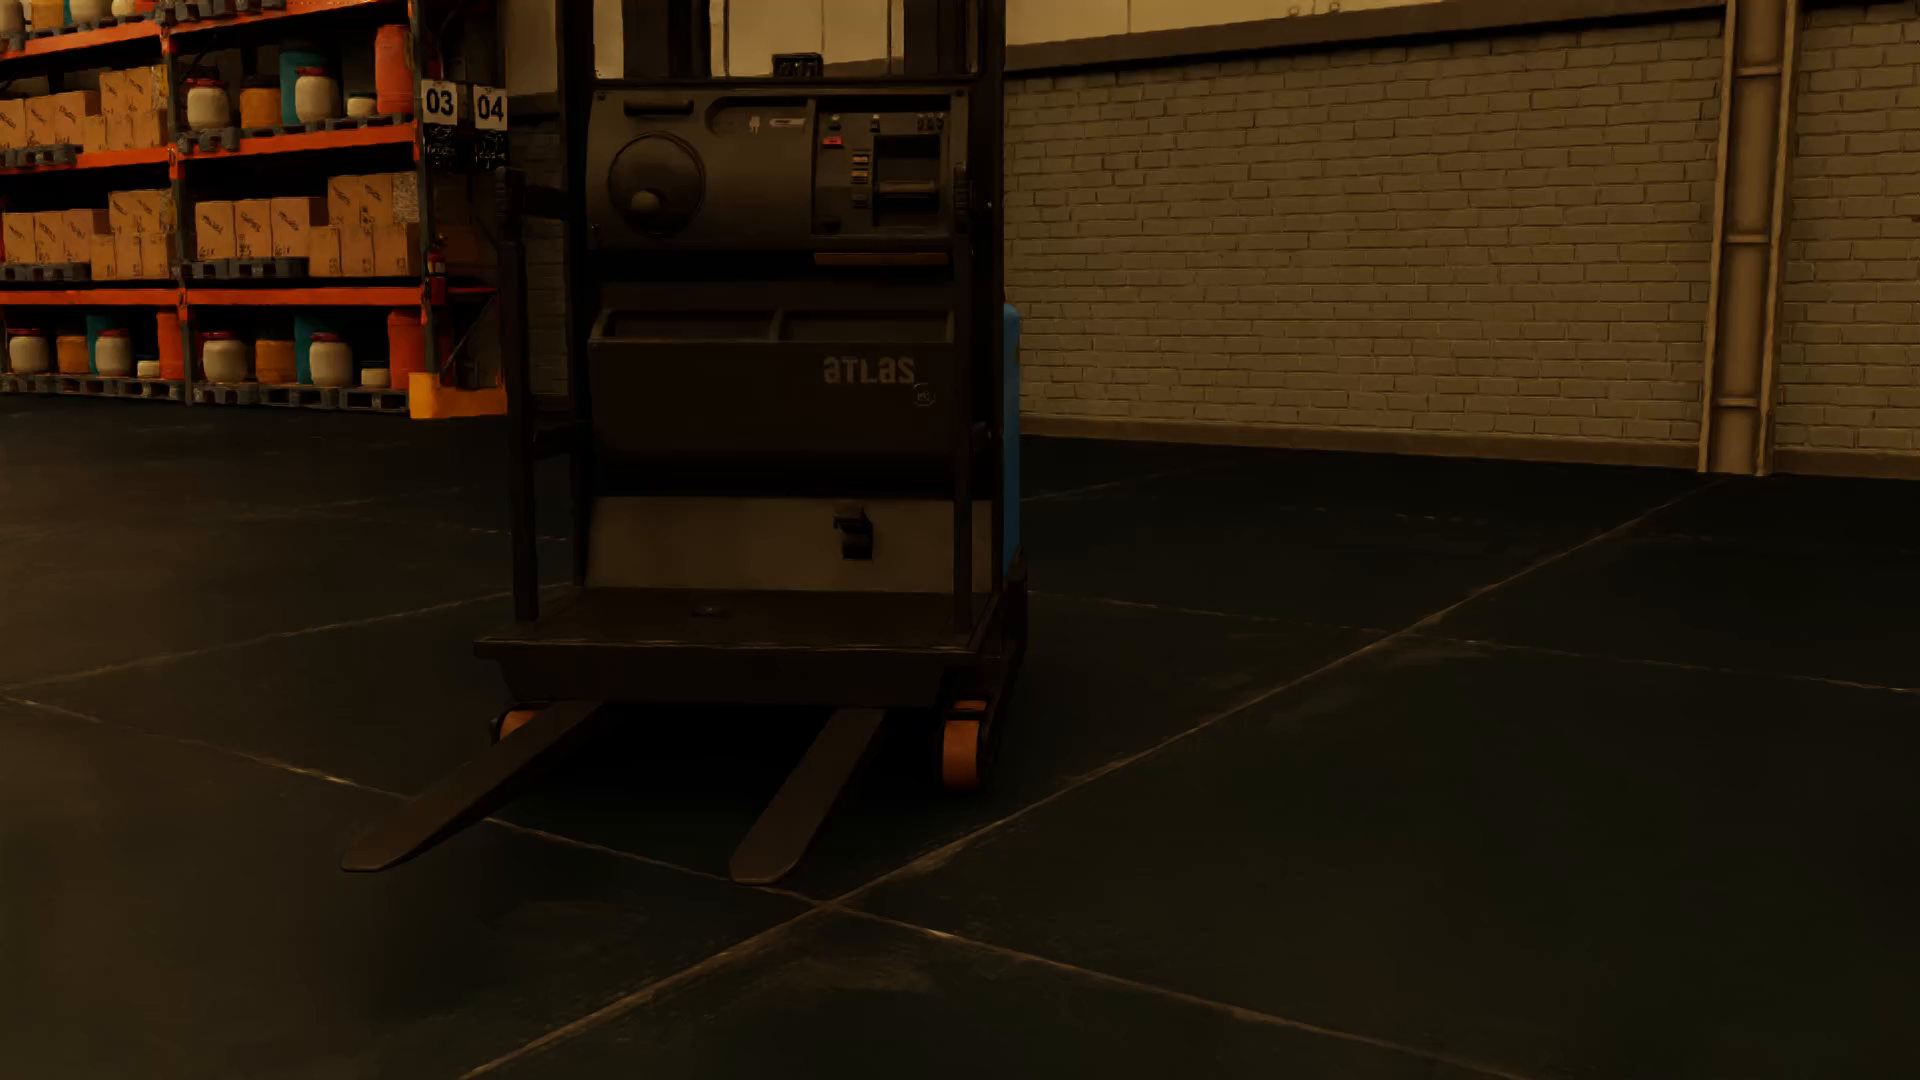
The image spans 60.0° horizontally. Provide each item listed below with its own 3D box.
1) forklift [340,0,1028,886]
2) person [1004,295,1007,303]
[{"bbox_3d":[-0.460,-0.941,3.809,1.130,2.935,3.031,1,8,6],"label":"forklift"},{"bbox_3d":[0.051,-0.823,7.424,0.529,1.669,0.598,5,10,34],"label":"person"}]
